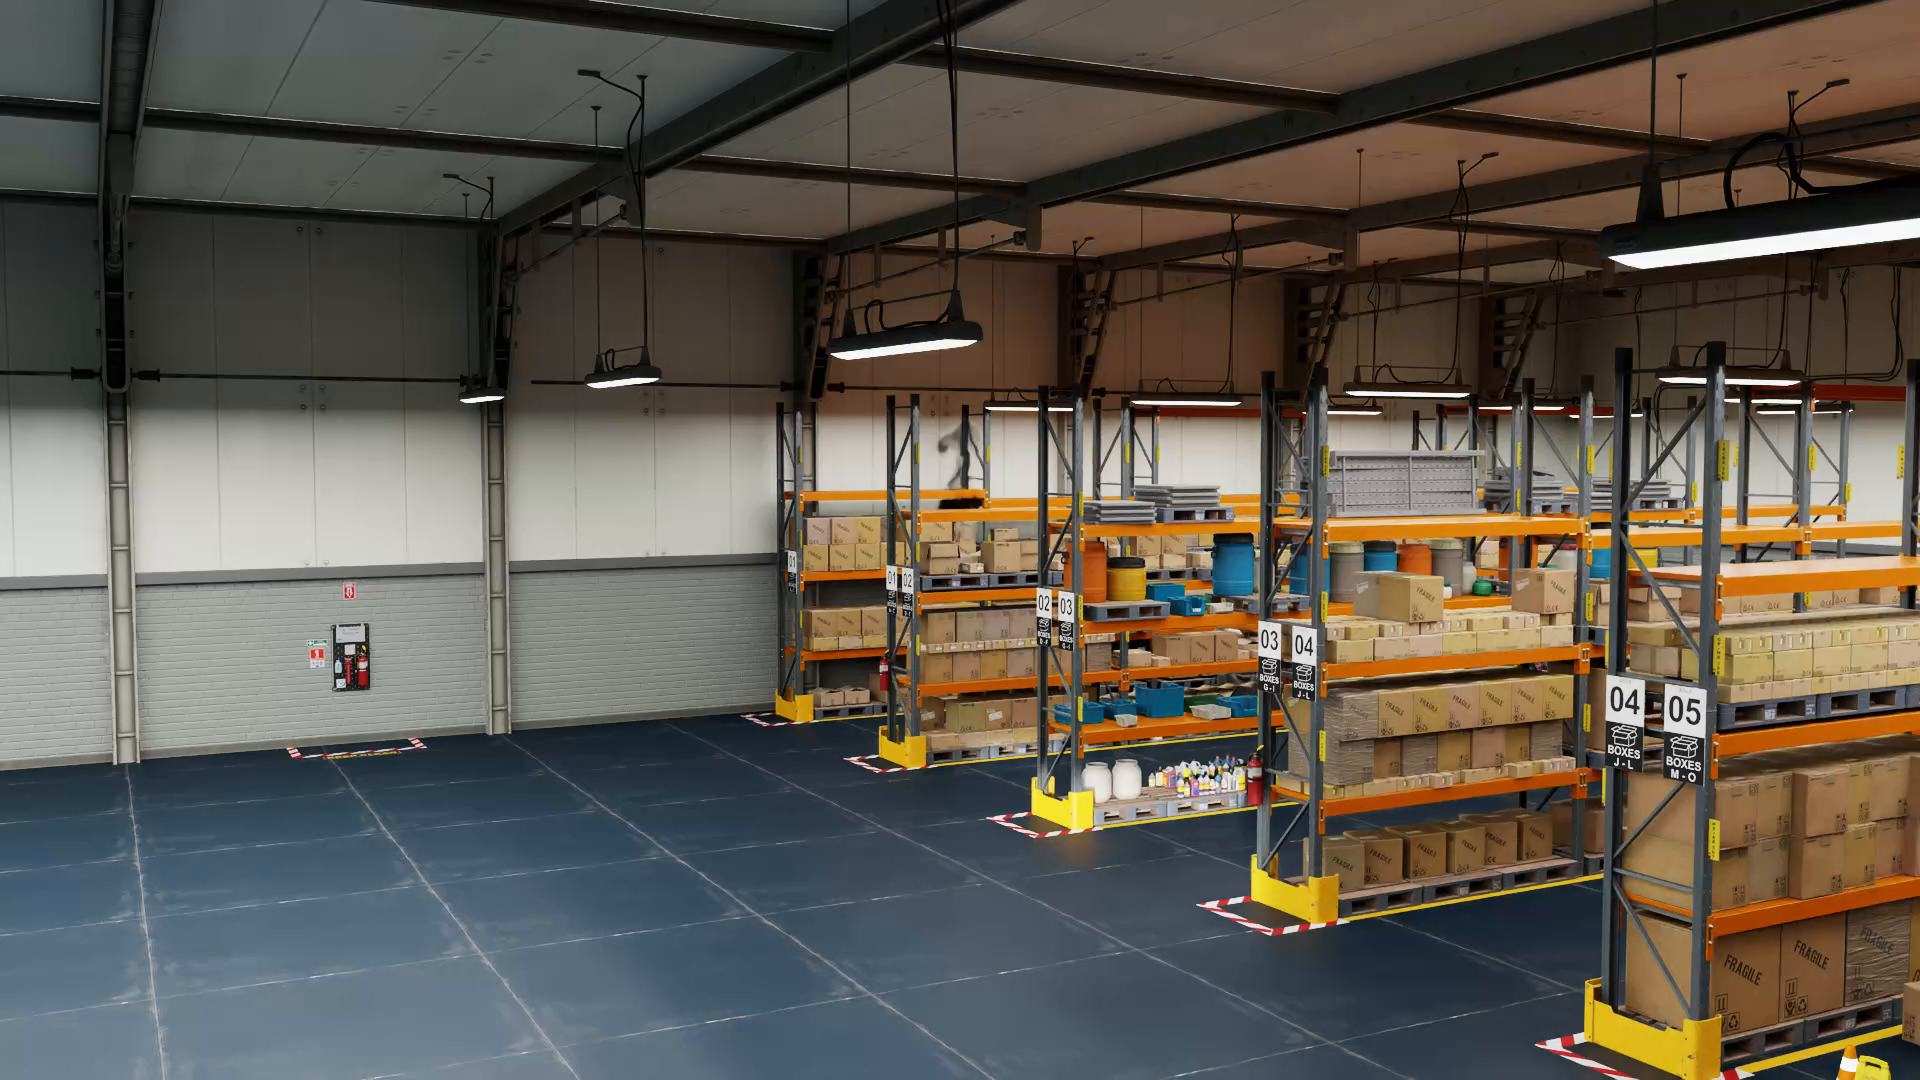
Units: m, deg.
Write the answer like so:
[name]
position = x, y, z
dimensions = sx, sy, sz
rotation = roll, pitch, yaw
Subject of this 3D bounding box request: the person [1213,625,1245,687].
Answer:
[person]
position = 5.396, 2.419, 33.505
dimensions = 0.978, 1.796, 0.653
rotation = -2, 4, -36
